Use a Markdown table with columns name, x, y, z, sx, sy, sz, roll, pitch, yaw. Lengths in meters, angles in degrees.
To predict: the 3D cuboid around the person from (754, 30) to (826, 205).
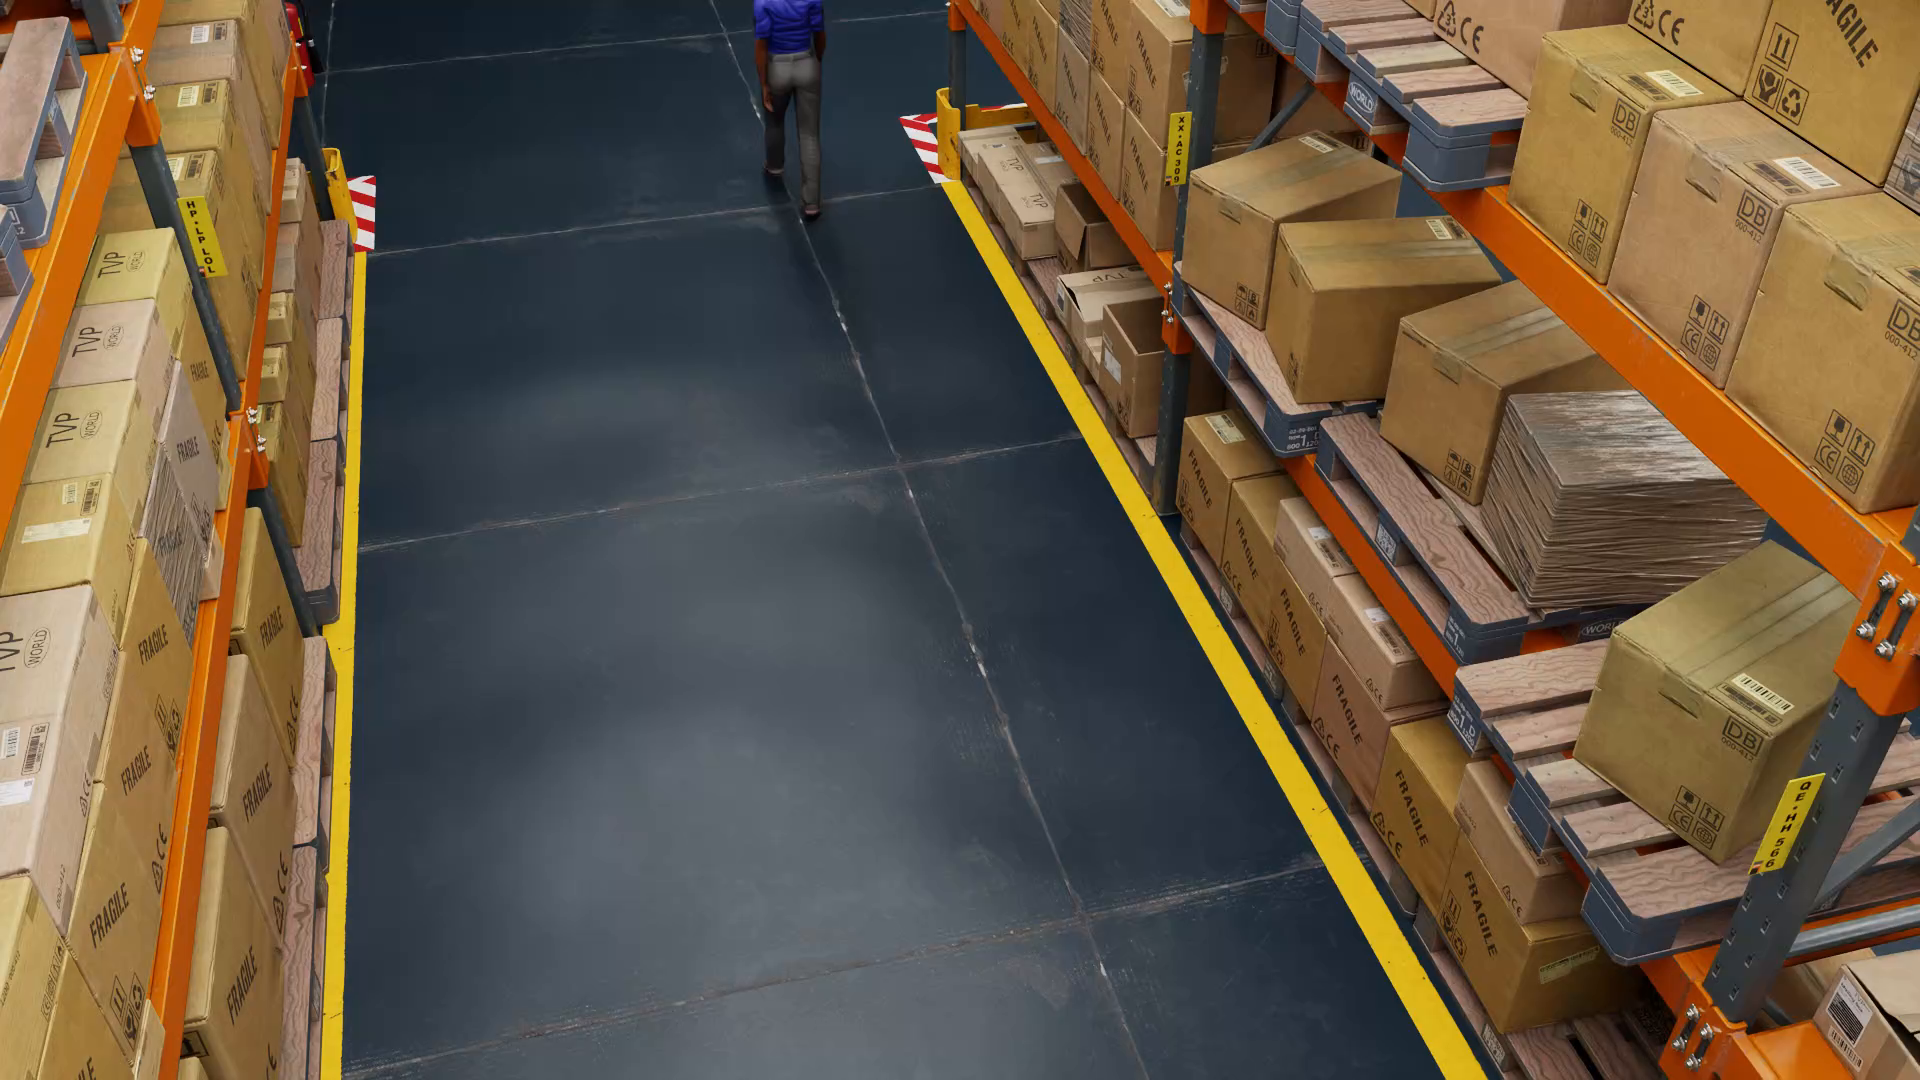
| name | x | y | z | sx | sy | sz | roll | pitch | yaw |
| --- | --- | --- | --- | --- | --- | --- | --- | --- | --- |
| person | -1.045 | -2.923 | 10.315 | 0.460 | 1.541 | 0.767 | -7 | 39 | -9 |
